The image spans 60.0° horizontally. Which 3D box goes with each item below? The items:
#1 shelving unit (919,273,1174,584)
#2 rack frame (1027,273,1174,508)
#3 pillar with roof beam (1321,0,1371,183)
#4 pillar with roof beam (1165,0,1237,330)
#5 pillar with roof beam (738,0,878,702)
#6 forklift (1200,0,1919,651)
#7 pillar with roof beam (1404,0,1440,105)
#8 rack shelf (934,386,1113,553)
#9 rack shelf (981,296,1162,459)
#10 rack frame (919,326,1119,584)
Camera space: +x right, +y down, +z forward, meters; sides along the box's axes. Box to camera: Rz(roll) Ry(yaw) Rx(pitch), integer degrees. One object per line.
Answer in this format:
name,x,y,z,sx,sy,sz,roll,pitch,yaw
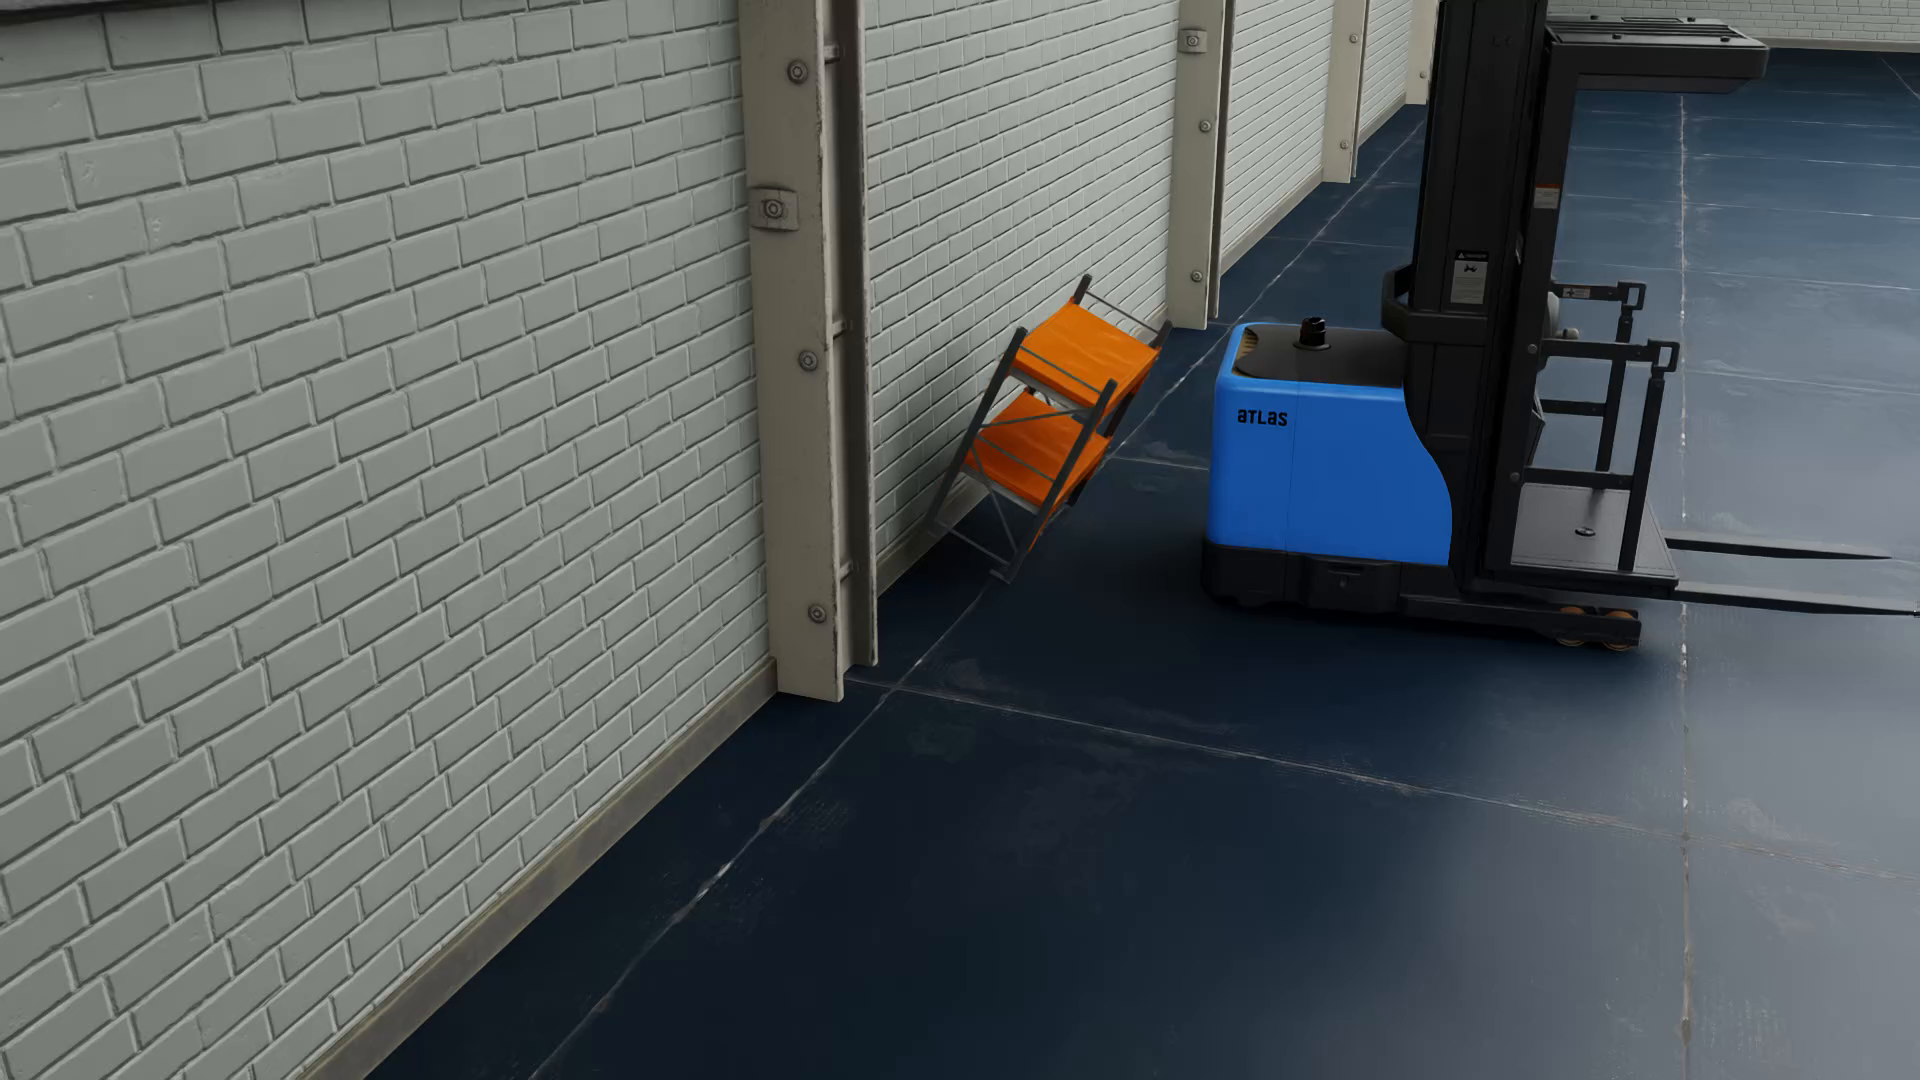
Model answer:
shelving unit,0.423,-0.551,7.918,0.538,1.125,1.048,31,29,7
rack frame,0.599,-0.736,8.357,0.500,1.125,0.032,31,29,7
pillar with roof beam,7.895,-7.270,13.978,9.100,9.000,0.400,9,24,20
pillar with roof beam,5.666,-5.122,8.838,9.100,9.000,0.400,9,24,20
pillar with roof beam,3.438,-2.975,3.698,9.100,9.000,0.400,9,24,20
forklift,2.665,-1.104,7.090,3.031,2.935,1.130,5,23,13
pillar with roof beam,10.124,-9.417,19.119,9.100,9.000,0.400,9,24,20
rack shelf,0.326,-0.360,8.037,0.538,0.278,1.000,31,29,7
rack shelf,0.539,-0.778,7.775,0.538,0.278,1.000,31,29,7
rack frame,0.246,-0.365,7.479,0.500,1.125,0.032,31,29,7
